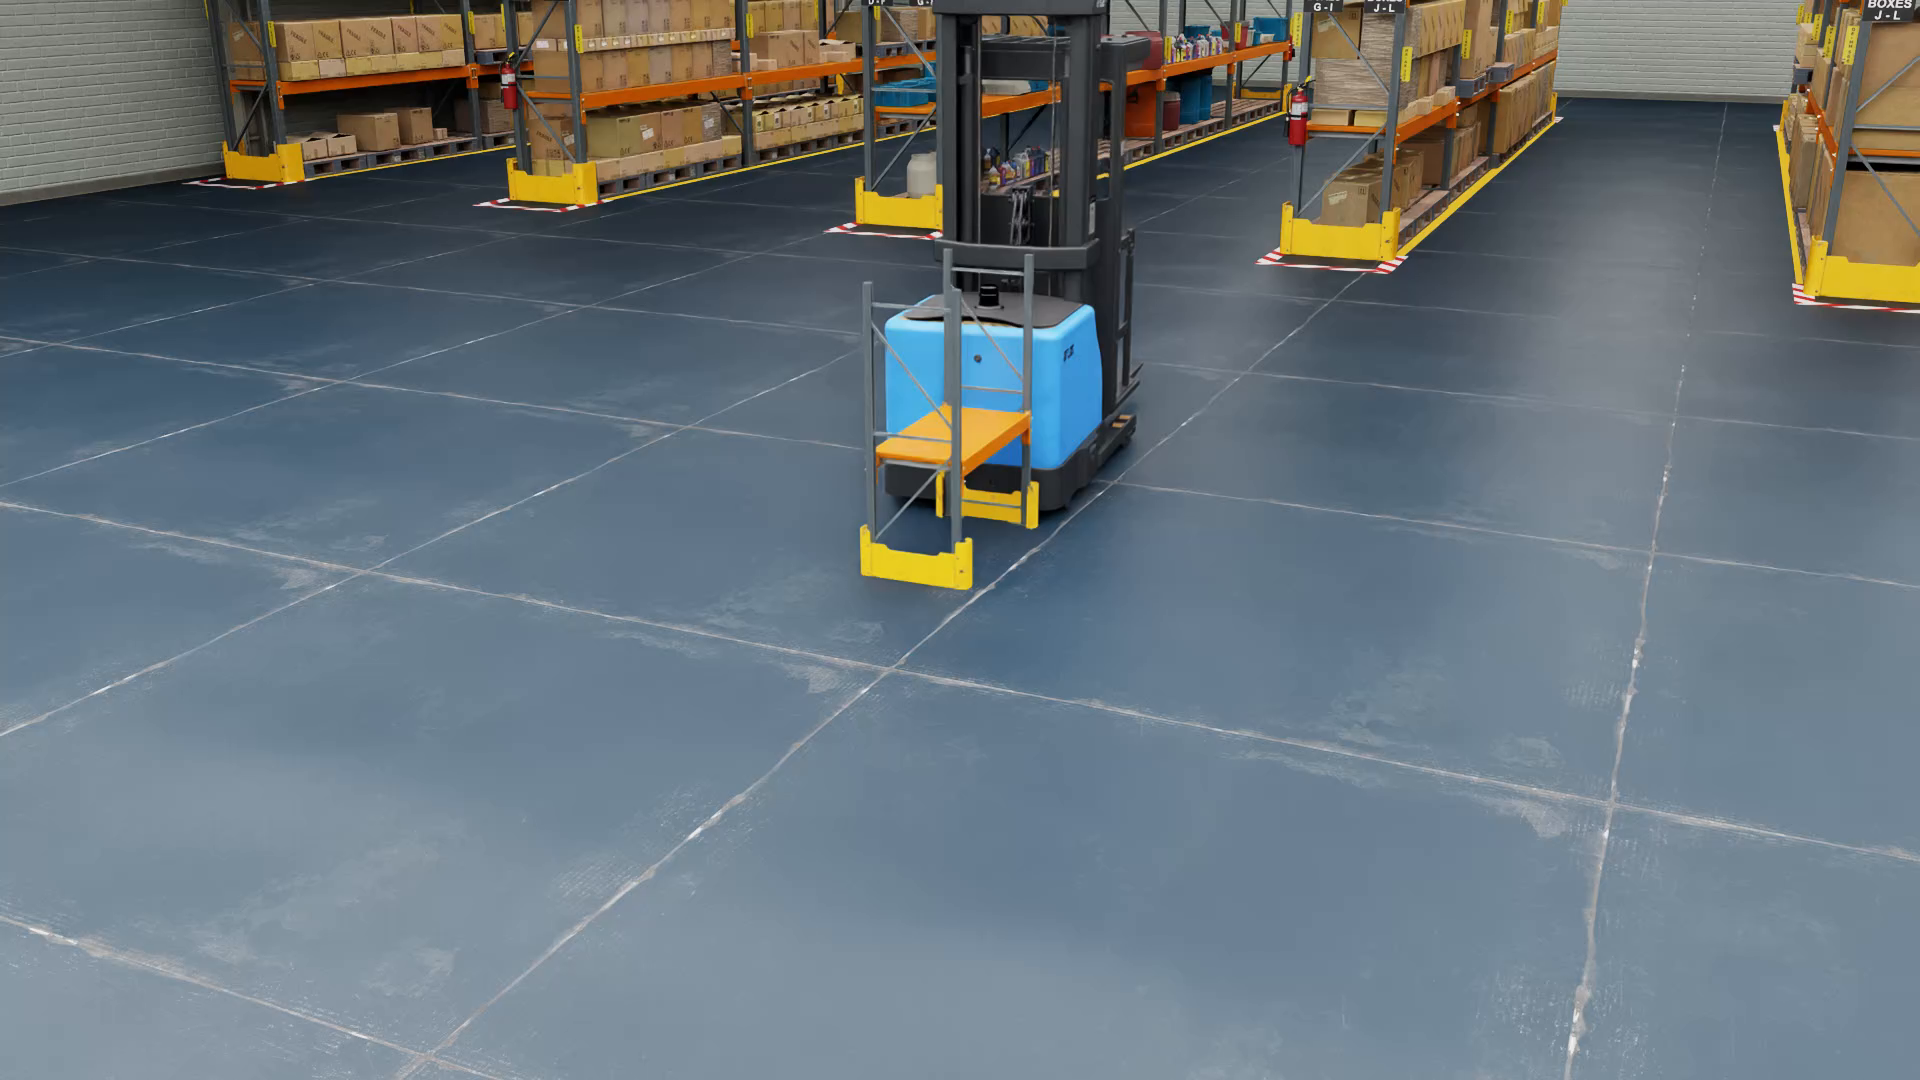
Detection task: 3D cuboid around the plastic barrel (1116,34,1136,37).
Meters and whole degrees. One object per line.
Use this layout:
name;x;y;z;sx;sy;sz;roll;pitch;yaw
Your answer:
plastic barrel;2.433;-7.194;24.555;0.421;0.512;0.421;0;20;0

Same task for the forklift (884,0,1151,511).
forklift;0.512;-2.002;10.224;1.130;2.935;3.031;6;21;17

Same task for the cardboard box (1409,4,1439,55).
cardboard box;4.790;-5.454;17.743;0.500;0.500;0.500;9;21;23

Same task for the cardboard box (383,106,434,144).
cardboard box;-8.406;-6.329;25.362;0.500;0.500;0.500;7;21;19

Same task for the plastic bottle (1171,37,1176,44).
plastic bottle;3.610;-8.449;28.434;0.152;0.276;0.135;9;21;23

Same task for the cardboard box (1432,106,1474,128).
cardboard box;6.723;-5.816;22.801;0.500;0.250;0.500;11;22;29

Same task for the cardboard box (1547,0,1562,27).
cardboard box;10.494;-9.489;29.835;0.500;0.500;0.500;9;21;23

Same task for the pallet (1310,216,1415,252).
pallet;4.298;-3.313;17.970;1.003;0.211;1.213;9;21;23

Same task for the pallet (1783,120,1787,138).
pallet;14.541;-6.959;28.222;1.003;0.211;1.213;9;21;23

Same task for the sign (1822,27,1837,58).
sign;9.524;-5.451;18.211;0.100;0.325;0.005;9;21;23

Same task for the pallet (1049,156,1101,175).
pallet;1.307;-5.194;23.259;1.003;0.211;1.213;9;21;23

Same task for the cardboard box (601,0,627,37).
cardboard box;-4.699;-6.698;21.240;0.700;0.500;0.500;8;21;21

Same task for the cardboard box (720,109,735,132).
cardboard box;-3.592;-6.273;24.771;0.500;0.311;0.500;9;21;23

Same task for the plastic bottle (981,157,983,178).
plastic bottle;0.206;-4.796;21.388;0.152;0.276;0.135;9;21;23

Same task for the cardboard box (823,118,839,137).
cardboard box;-2.268;-6.563;26.423;0.500;0.250;0.500;9;22;24

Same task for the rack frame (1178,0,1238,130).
rack frame;4.297;-8.708;28.978;1.000;3.000;0.127;9;21;23

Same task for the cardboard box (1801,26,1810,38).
cardboard box;12.190;-7.224;23.666;0.380;0.149;0.250;9;22;25

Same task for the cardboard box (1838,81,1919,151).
cardboard box;8.496;-3.839;15.063;0.875;0.550;0.550;9;21;23

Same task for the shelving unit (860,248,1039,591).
shelving unit;-0.037;-0.657;8.578;0.587;1.500;1.083;8;21;20

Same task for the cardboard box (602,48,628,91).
cardboard box;-4.721;-6.070;21.411;0.700;0.500;0.500;9;22;24

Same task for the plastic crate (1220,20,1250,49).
plastic crate;4.891;-9.005;29.628;0.402;0.464;0.583;9;21;23

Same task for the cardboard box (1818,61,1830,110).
cardboard box;9.993;-5.115;18.725;0.500;0.500;0.500;8;21;22

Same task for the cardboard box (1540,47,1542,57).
cardboard box;9.561;-8.197;27.915;0.380;0.149;0.250;8;21;21

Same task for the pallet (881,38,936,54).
pallet;-1.066;-8.671;29.160;1.003;0.211;1.213;9;21;23

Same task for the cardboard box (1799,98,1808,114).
cardboard box;12.327;-6.182;23.861;0.500;0.250;0.500;9;22;25

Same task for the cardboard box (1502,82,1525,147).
cardboard box;7.851;-6.482;25.263;1.225;0.875;0.875;9;21;23

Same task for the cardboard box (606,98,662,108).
cardboard box;-5.958;-8.237;30.234;0.750;0.750;0.750;8;21;22

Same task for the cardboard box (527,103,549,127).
cardboard box;-7.319;-7.194;27.795;0.700;0.500;0.500;9;21;23

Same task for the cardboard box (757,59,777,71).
cardboard box;-2.947;-7.068;24.741;0.380;0.149;0.250;9;21;23

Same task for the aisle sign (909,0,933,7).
aisle sign;-0.379;-6.202;18.053;0.394;0.787;0.004;9;21;23

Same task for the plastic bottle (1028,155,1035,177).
plastic bottle;0.913;-4.839;21.497;0.061;0.283;0.133;10;22;26

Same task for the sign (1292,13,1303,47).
sign;3.404;-5.137;16.737;0.100;0.325;0.005;9;21;23

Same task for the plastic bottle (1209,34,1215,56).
plastic bottle;4.219;-8.359;28.070;0.144;0.351;0.185;9;21;23

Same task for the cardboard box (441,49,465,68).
cardboard box;-7.935;-7.374;25.422;0.500;0.250;0.500;9;21;23

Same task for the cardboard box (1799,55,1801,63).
cardboard box;11.758;-6.618;22.849;0.380;0.149;0.250;8;21;22

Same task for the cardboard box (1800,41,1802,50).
cardboard box;11.974;-6.922;23.260;0.380;0.149;0.250;9;22;24

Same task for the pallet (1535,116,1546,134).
pallet;9.697;-7.311;29.211;1.003;0.211;1.213;9;21;23

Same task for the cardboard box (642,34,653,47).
cardboard box;-4.252;-6.558;21.814;0.380;0.149;0.250;8;21;22

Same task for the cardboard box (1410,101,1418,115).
cardboard box;4.742;-4.679;18.025;0.380;0.149;0.250;9;21;23

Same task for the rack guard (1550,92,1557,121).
rack guard;10.463;-8.081;30.945;1.175;0.500;0.348;9;21;23

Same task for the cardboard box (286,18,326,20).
cardboard box;-9.233;-7.176;23.744;0.500;0.500;0.500;8;21;21

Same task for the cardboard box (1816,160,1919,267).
cardboard box;8.603;-3.062;15.646;0.875;0.875;0.875;9;21;23

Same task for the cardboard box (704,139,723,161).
cardboard box;-3.701;-5.523;23.498;0.500;0.250;0.500;9;21;23

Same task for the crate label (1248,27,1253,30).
crate label;5.534;-9.850;32.350;0.416;0.233;0.303;9;21;23

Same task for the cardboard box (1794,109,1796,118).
cardboard box;13.276;-6.680;26.016;0.380;0.149;0.250;9;21;23

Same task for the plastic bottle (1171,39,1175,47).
plastic bottle;3.519;-8.257;27.894;0.152;0.276;0.135;9;21;23

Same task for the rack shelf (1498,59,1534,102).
rack shelf;7.997;-7.078;25.469;1.077;0.370;4.000;9;21;23

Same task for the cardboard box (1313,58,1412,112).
cardboard box;4.152;-4.712;17.148;0.875;0.500;0.500;9;21;23

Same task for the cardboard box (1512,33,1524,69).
cardboard box;8.247;-7.432;25.240;0.500;0.500;0.500;9;21;23

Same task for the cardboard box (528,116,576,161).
cardboard box;-5.186;-5.181;21.418;0.500;0.500;0.500;9;21;23

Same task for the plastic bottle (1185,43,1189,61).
plastic bottle;3.646;-7.865;26.783;0.061;0.283;0.133;9;21;23

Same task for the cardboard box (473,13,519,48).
cardboard box;-7.542;-8.197;26.736;0.700;0.500;0.500;11;22;28

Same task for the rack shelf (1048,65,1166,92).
rack shelf;1.840;-6.535;23.942;1.077;0.370;4.000;9;21;23

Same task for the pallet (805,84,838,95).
pallet;-3.359;-9.721;35.989;1.003;0.211;1.213;9;21;23

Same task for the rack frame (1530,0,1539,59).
rack frame;8.816;-8.029;27.067;1.000;3.000;0.127;9;21;23

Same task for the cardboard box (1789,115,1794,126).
cardboard box;13.331;-6.621;26.292;0.380;0.149;0.250;8;21;21
